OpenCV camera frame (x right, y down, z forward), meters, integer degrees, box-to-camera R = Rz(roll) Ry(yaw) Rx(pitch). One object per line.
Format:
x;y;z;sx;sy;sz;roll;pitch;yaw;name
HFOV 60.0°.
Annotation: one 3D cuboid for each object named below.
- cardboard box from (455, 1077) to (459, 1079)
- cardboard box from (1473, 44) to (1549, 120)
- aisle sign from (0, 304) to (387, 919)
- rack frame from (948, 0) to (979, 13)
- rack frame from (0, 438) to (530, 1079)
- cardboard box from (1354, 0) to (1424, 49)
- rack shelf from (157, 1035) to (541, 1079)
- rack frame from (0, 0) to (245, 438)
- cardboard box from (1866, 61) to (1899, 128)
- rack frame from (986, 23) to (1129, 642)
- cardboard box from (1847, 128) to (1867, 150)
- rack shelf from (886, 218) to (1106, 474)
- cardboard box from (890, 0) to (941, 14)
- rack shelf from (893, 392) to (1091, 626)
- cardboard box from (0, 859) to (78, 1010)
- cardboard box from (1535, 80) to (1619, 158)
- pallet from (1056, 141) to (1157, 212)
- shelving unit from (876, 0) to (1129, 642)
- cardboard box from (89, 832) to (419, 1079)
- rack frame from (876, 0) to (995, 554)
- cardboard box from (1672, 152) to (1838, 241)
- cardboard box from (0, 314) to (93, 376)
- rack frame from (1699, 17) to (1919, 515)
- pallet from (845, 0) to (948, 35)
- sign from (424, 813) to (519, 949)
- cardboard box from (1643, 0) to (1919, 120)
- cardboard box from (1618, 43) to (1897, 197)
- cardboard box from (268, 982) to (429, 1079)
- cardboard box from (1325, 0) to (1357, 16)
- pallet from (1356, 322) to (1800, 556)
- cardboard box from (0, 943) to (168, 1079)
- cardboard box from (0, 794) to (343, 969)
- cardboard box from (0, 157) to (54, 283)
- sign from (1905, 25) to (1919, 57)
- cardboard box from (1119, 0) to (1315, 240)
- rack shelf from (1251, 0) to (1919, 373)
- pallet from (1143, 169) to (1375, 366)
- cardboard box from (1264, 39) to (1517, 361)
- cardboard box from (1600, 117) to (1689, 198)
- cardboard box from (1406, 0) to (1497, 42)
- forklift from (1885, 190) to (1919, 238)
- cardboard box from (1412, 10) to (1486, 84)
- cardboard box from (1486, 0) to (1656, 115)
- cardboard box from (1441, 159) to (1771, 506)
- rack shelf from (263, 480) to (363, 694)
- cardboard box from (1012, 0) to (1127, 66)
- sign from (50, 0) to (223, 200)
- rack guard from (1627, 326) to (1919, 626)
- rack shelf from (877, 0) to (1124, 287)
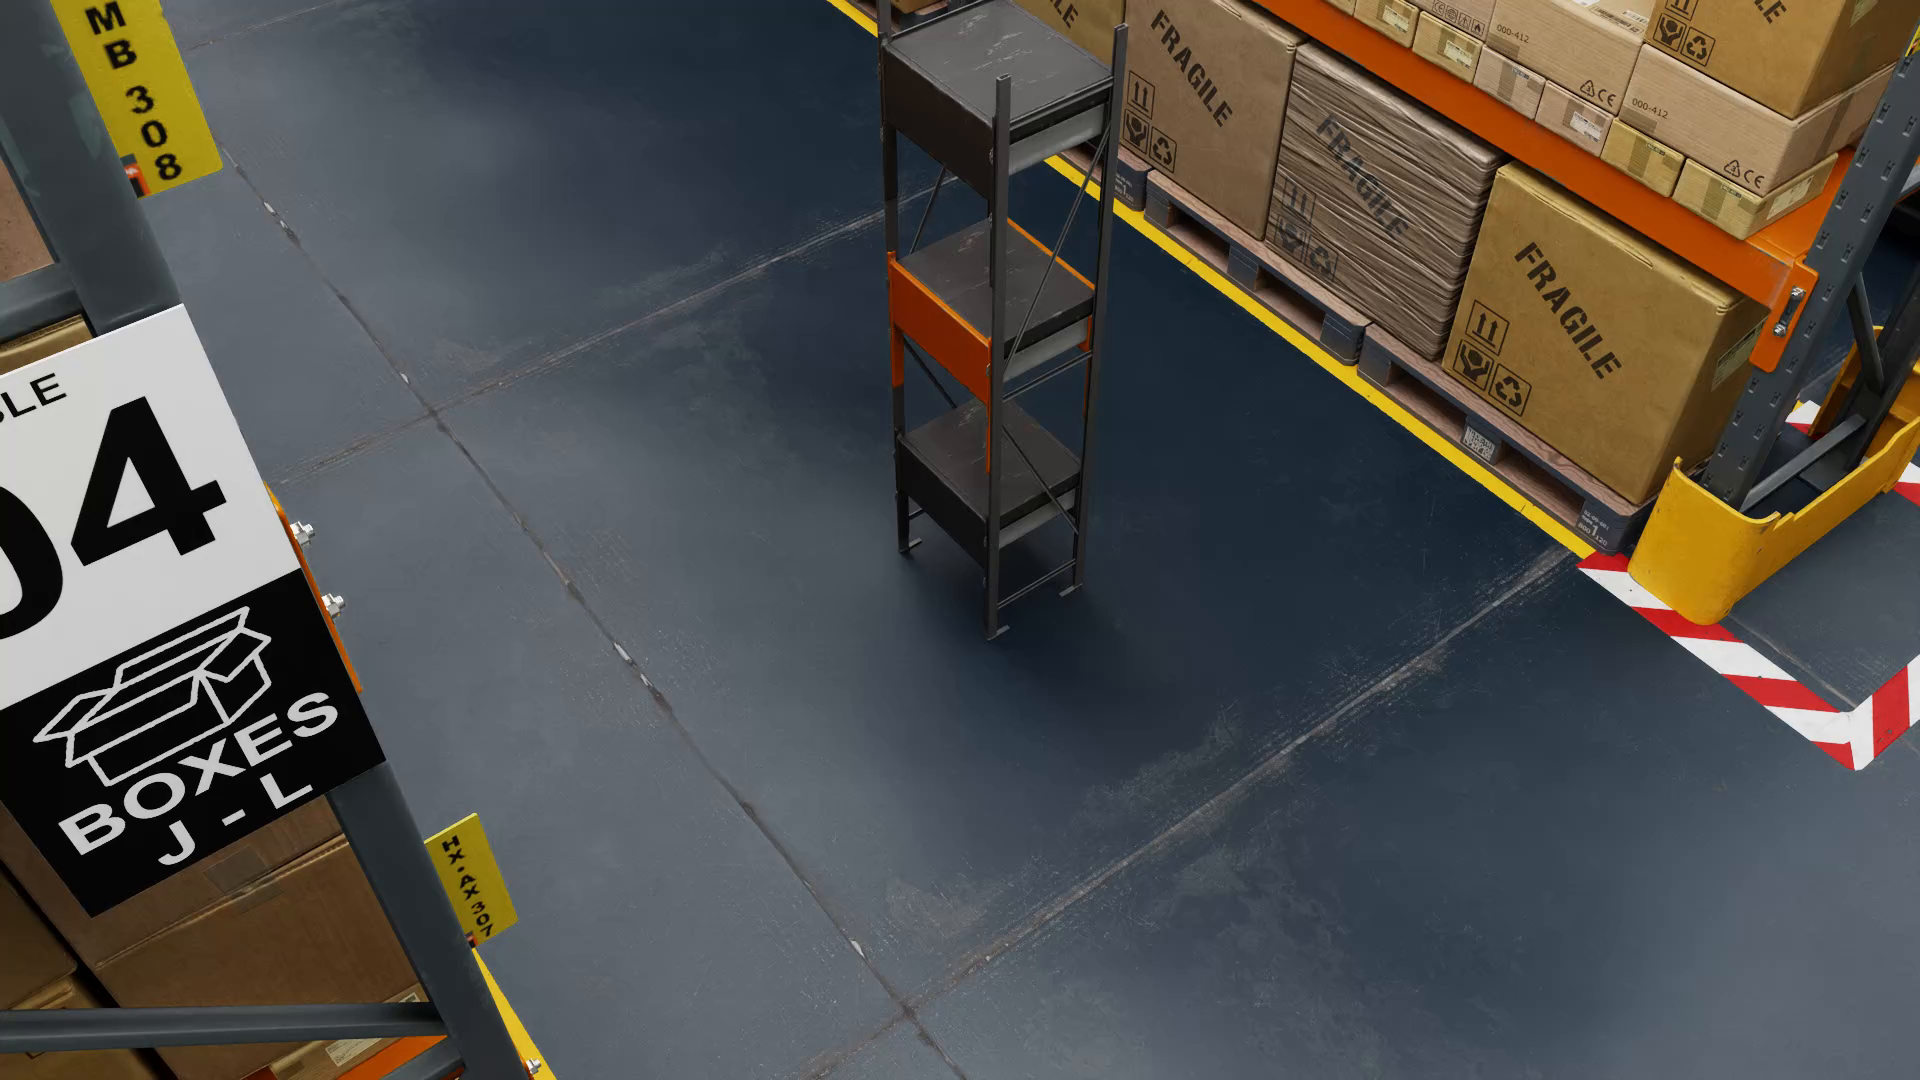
-1.258;1.239;3.841;0.380;0.149;0.250;-32;55;-26;cardboard box
1.859;-1.509;5.263;0.380;0.149;0.250;-29;54;-23;cardboard box
-0.928;0.119;1.863;0.394;0.787;0.004;-29;54;-24;aisle sign
0.376;-3.440;6.844;1.000;3.000;0.127;-29;54;-24;rack frame
-1.211;1.084;2.743;1.000;3.000;0.127;-29;54;-24;rack frame
1.543;-1.814;5.539;0.380;0.149;0.250;-29;54;-24;cardboard box
-2.422;0.146;4.079;1.077;0.370;4.000;-29;54;-24;rack shelf
-1.211;-0.931;0.520;1.000;3.000;0.127;-29;54;-24;rack frame
2.722;-1.535;5.018;0.500;0.250;0.500;-31;55;-25;cardboard box
0.248;-0.464;4.753;0.400;2.100;0.015;-29;54;-24;rack frame
2.845;-1.355;5.123;0.380;0.149;0.250;-29;54;-24;cardboard box
0.100;-0.598;4.894;0.431;0.518;0.480;-29;54;-24;rack shelf
-0.028;-3.236;7.810;1.225;0.875;0.875;-29;54;-24;cardboard box
0.100;-0.128;5.412;0.431;0.518;0.480;-29;54;-24;rack shelf
-1.686;0.456;2.369;0.500;0.500;0.500;-30;55;-25;cardboard box
2.009;-1.361;5.129;0.380;0.149;0.250;-29;54;-24;cardboard box
0.774;-2.020;7.439;1.003;0.211;1.213;-29;54;-24;pallet
0.100;-0.608;4.884;0.431;2.100;0.503;-29;54;-24;shelving unit
-1.263;0.561;2.948;0.500;0.500;0.500;-27;53;-22;cardboard box
-0.048;-0.752;5.014;0.400;2.100;0.015;-29;54;-24;rack frame
2.320;-1.060;4.856;0.380;0.149;0.250;-28;54;-23;cardboard box
-1.279;-0.253;2.031;0.500;0.250;0.500;-28;53;-23;cardboard box
2.798;-1.082;4.706;1.000;3.000;0.127;-29;54;-24;rack frame
-0.151;-2.925;8.259;1.003;0.211;1.213;-29;54;-24;pallet
-0.779;0.549;2.643;0.100;0.325;0.005;-29;54;-24;sign
2.294;-1.553;4.527;0.500;0.500;0.500;-29;54;-24;cardboard box
2.293;-1.298;4.803;0.500;0.250;0.500;-30;55;-25;cardboard box
-1.146;0.830;3.143;0.380;0.149;0.250;-30;54;-24;cardboard box
1.395;-1.961;5.673;0.380;0.149;0.250;-28;54;-23;cardboard box
2.251;-0.582;6.135;1.003;0.211;1.213;-29;54;-24;pallet
-1.688;0.801;2.731;0.500;0.500;0.500;-28;54;-23;cardboard box
-1.271;0.230;2.573;0.500;0.500;0.500;-30;54;-24;cardboard box
-1.276;-0.423;1.848;0.500;0.250;0.500;-29;54;-23;cardboard box
2.357;-1.315;3.976;0.100;0.325;0.005;-29;54;-24;sign
1.257;-1.912;6.609;0.875;0.875;0.875;-29;54;-24;cardboard box
1.587;-2.019;6.042;1.077;0.370;4.000;-29;54;-24;rack shelf
1.517;-1.300;6.786;1.003;0.211;1.213;-29;54;-24;pallet
1.796;-1.387;6.134;0.875;0.875;0.875;-29;54;-24;cardboard box
2.161;-1.212;4.994;0.380;0.149;0.250;-29;54;-24;cardboard box
1.678;-1.897;5.346;0.500;0.250;0.500;-31;55;-25;cardboard box
3.902;-2.777;6.289;1.130;2.935;3.031;-33;56;-26;forklift
1.701;-1.661;5.401;0.380;0.149;0.250;-31;55;-25;cardboard box
1.987;-1.597;5.074;0.500;0.250;0.500;-30;55;-25;cardboard box
2.347;-0.851;5.647;0.875;0.875;0.875;-29;54;-24;cardboard box
-2.422;-0.862;2.967;1.077;0.370;4.000;-29;54;-24;rack shelf
0.712;-2.443;7.091;0.875;0.875;0.875;-29;54;-24;cardboard box
-0.779;-0.461;1.529;0.100;0.325;0.005;-29;54;-24;sign
2.812;-0.228;5.619;1.175;0.500;0.348;-29;54;-24;rack guard
0.100;-1.069;4.375;0.431;0.518;0.480;-29;54;-24;rack shelf
